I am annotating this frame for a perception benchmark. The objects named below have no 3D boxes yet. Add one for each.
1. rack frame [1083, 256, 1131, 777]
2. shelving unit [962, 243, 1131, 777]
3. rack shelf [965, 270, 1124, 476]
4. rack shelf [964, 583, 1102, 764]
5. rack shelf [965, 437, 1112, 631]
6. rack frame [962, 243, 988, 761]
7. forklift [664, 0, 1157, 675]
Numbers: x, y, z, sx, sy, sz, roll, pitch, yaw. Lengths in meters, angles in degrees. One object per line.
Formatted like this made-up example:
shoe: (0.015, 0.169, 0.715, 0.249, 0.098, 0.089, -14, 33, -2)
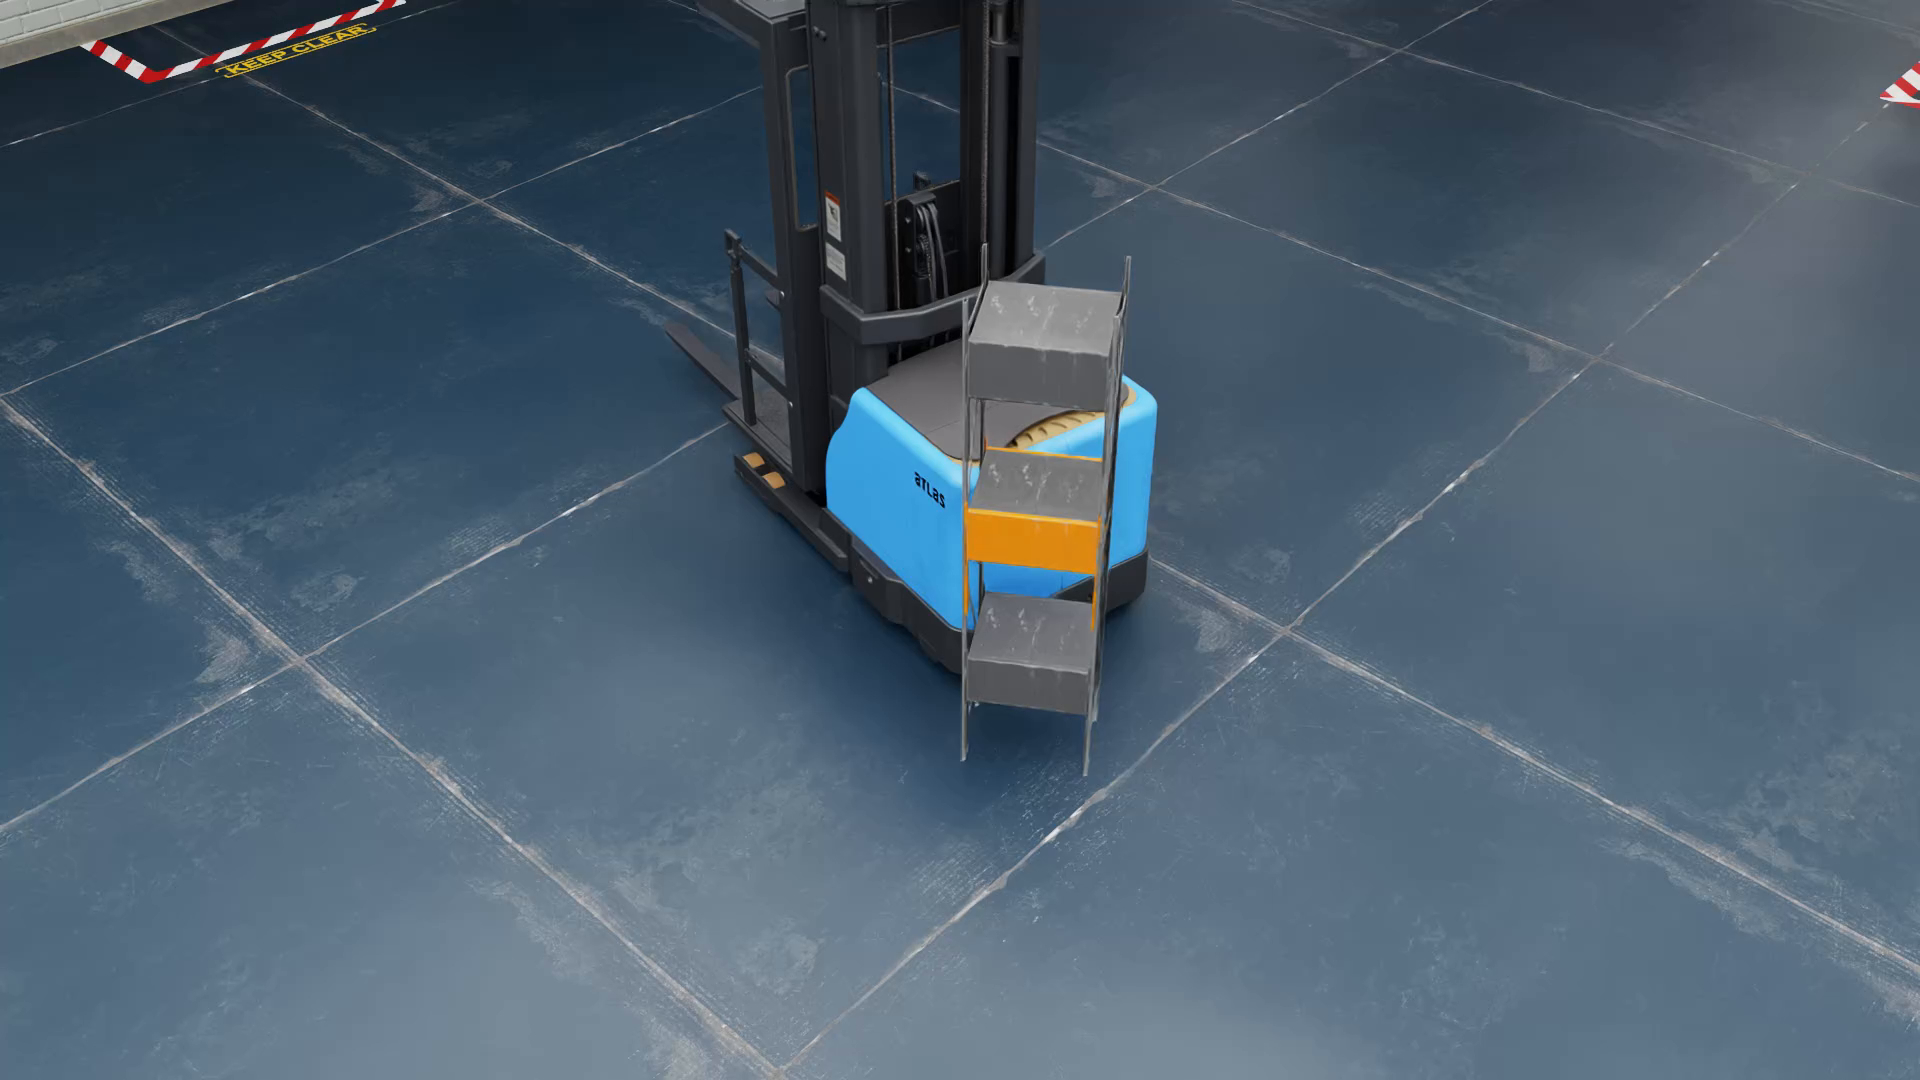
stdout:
rack frame: (0.530, -0.007, 6.072, 0.015, 2.100, 0.400, 7, 39, 8)
shelving unit: (0.290, -0.035, 6.106, 0.503, 2.100, 0.431, 7, 39, 8)
rack shelf: (0.290, -0.572, 5.679, 0.480, 0.518, 0.431, 7, 39, 8)
rack shelf: (0.290, 0.524, 6.551, 0.480, 0.518, 0.431, 7, 39, 8)
rack shelf: (0.290, -0.024, 6.115, 0.480, 0.518, 0.431, 7, 39, 8)
rack frame: (0.050, -0.062, 6.141, 0.015, 2.100, 0.400, 7, 39, 8)
forklift: (-0.434, -1.461, 7.232, 1.130, 2.935, 3.031, -24, 44, -27)
